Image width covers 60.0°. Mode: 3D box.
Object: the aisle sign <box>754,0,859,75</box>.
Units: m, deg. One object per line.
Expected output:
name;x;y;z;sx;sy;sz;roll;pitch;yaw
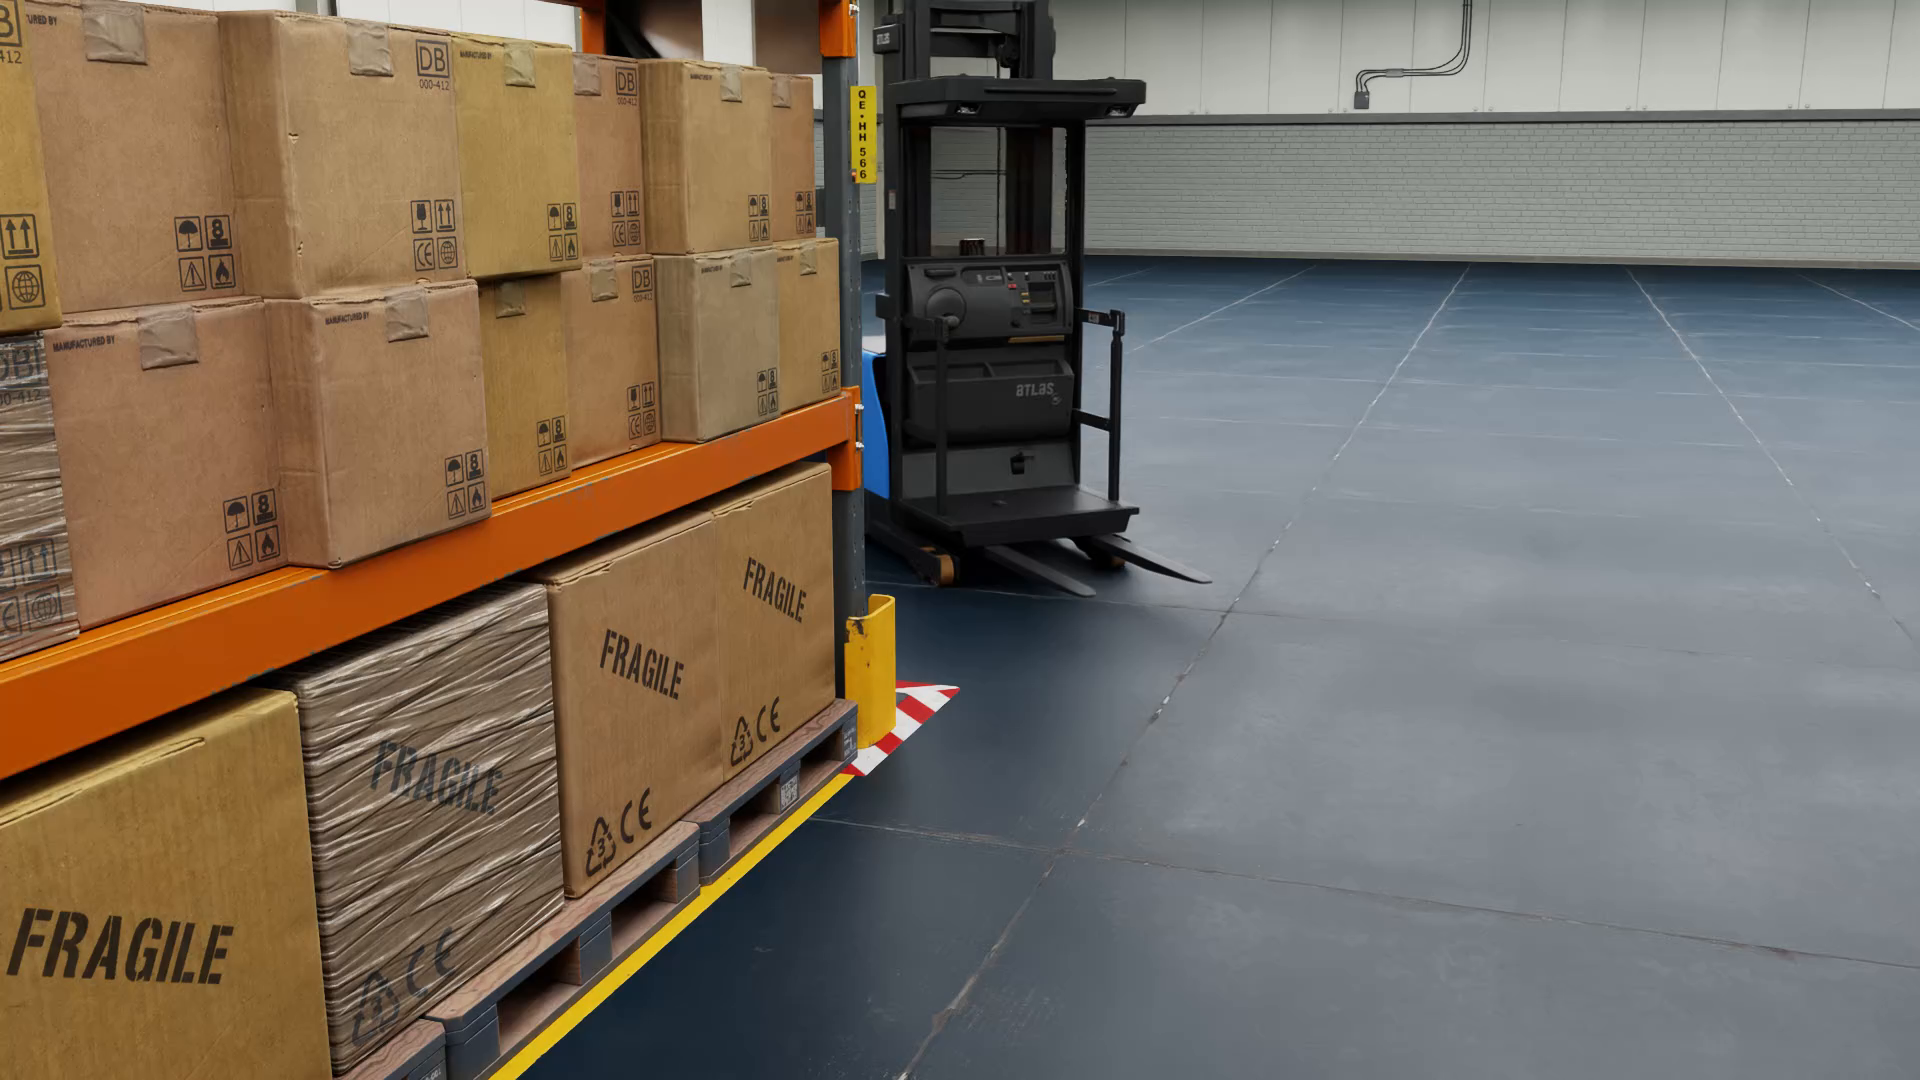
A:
aisle sign;-0.537;-2.022;5.766;0.394;0.787;0.004;4;14;18

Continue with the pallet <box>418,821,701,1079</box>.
pallet;-1.425;1.028;4.510;1.003;0.211;1.213;4;14;18

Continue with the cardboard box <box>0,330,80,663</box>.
cardboard box;-2.030;-0.071;2.722;0.875;0.550;0.550;4;14;18

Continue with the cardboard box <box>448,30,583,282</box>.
cardboard box;-1.450;-0.934;4.077;0.875;0.550;0.500;4;14;18

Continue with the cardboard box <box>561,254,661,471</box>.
cardboard box;-1.379;-0.527;4.720;0.875;0.550;0.550;4;14;18

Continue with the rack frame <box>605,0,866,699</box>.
rack frame;-0.844;-0.762;6.084;1.000;3.000;0.127;4;14;18

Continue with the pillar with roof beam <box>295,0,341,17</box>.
pillar with roof beam;-3.380;-6.513;17.801;9.100;9.000;0.400;4;14;18

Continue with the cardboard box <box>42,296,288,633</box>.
cardboard box;-1.874;-0.189;3.236;0.875;0.550;0.550;4;14;18

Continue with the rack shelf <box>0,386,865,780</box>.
rack shelf;-1.491;0.010;4.319;1.077;0.370;4.000;4;14;18

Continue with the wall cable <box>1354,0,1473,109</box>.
wall cable;9.552;-12.109;34.676;2.305;6.003;0.169;4;14;18

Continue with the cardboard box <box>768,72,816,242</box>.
cardboard box;-1.001;-1.286;5.617;0.875;0.550;0.550;4;14;18

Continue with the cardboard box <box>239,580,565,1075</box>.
cardboard box;-1.581;0.594;3.975;0.875;0.875;0.875;4;14;19

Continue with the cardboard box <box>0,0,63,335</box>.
cardboard box;-1.986;-0.594;2.587;0.875;0.550;0.550;4;14;18

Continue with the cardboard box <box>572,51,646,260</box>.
cardboard box;-1.401;-1.055;4.607;0.875;0.550;0.550;4;14;18

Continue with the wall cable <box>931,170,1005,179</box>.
wall cable;0.575;-9.624;38.410;3.097;2.526;0.112;4;14;18

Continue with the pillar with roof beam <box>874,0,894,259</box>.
pillar with roof beam;2.444;-10.303;34.406;9.100;9.000;0.400;4;14;18

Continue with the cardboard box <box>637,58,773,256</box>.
cardboard box;-1.091;-1.163;5.081;0.875;0.550;0.550;4;14;18

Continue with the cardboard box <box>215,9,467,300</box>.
cardboard box;-1.614;-0.822;3.586;0.875;0.550;0.550;4;14;18

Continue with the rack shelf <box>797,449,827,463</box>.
rack shelf;-0.996;-0.468;10.024;0.431;0.518;0.480;9;15;33

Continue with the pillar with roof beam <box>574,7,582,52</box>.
pillar with roof beam;-1.439;-7.776;23.336;9.100;9.000;0.400;4;14;18

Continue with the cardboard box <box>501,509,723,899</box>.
cardboard box;-1.284;0.402;4.815;0.875;0.875;0.875;4;13;18

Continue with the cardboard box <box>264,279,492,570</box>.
cardboard box;-1.588;-0.294;3.697;0.875;0.550;0.550;4;14;18

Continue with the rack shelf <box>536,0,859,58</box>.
rack shelf;-1.491;-1.452;3.985;1.077;0.370;4.000;4;14;18

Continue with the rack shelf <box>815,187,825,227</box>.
rack shelf;-0.996;-1.832;9.713;0.431;0.518;0.480;9;15;33

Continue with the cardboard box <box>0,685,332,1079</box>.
cardboard box;-1.869;0.784;3.142;0.875;0.875;0.875;5;14;19

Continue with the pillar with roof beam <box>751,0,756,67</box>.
pillar with roof beam;0.502;-9.040;28.871;9.100;9.000;0.400;4;14;18

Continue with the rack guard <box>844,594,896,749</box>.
rack guard;-0.836;0.452;6.384;1.175;0.500;0.348;4;14;18

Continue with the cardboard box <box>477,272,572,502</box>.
cardboard box;-1.511;-0.413;4.218;0.875;0.550;0.500;4;14;18

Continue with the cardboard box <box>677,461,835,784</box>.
cardboard box;-1.001;0.217;5.627;0.875;0.875;0.875;4;14;19

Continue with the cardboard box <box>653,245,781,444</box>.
cardboard box;-1.079;-0.636;5.197;0.875;0.550;0.550;4;14;18

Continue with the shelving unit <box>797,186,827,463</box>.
shelving unit;-0.996;-1.163;9.865;0.431;2.100;0.503;9;15;33

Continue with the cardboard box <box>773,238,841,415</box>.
cardboard box;-0.921;-0.753;5.711;0.875;0.550;0.550;4;14;18

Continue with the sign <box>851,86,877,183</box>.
sign;-0.335;-1.400;5.745;0.100;0.325;0.005;4;14;18

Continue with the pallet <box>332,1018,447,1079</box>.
pallet;-1.818;1.286;3.381;1.003;0.211;1.213;4;14;18

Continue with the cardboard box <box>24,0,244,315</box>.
cardboard box;-1.918;-0.718;3.131;0.875;0.550;0.550;4;14;18

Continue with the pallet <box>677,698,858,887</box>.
pallet;-1.029;0.772;5.632;1.003;0.211;1.213;4;14;18

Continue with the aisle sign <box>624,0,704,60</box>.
aisle sign;-1.105;-2.066;5.955;0.394;0.787;0.004;4;14;18

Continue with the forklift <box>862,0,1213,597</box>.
forklift;0.253;-1.300;8.597;1.130;2.935;3.031;-6;14;-23
